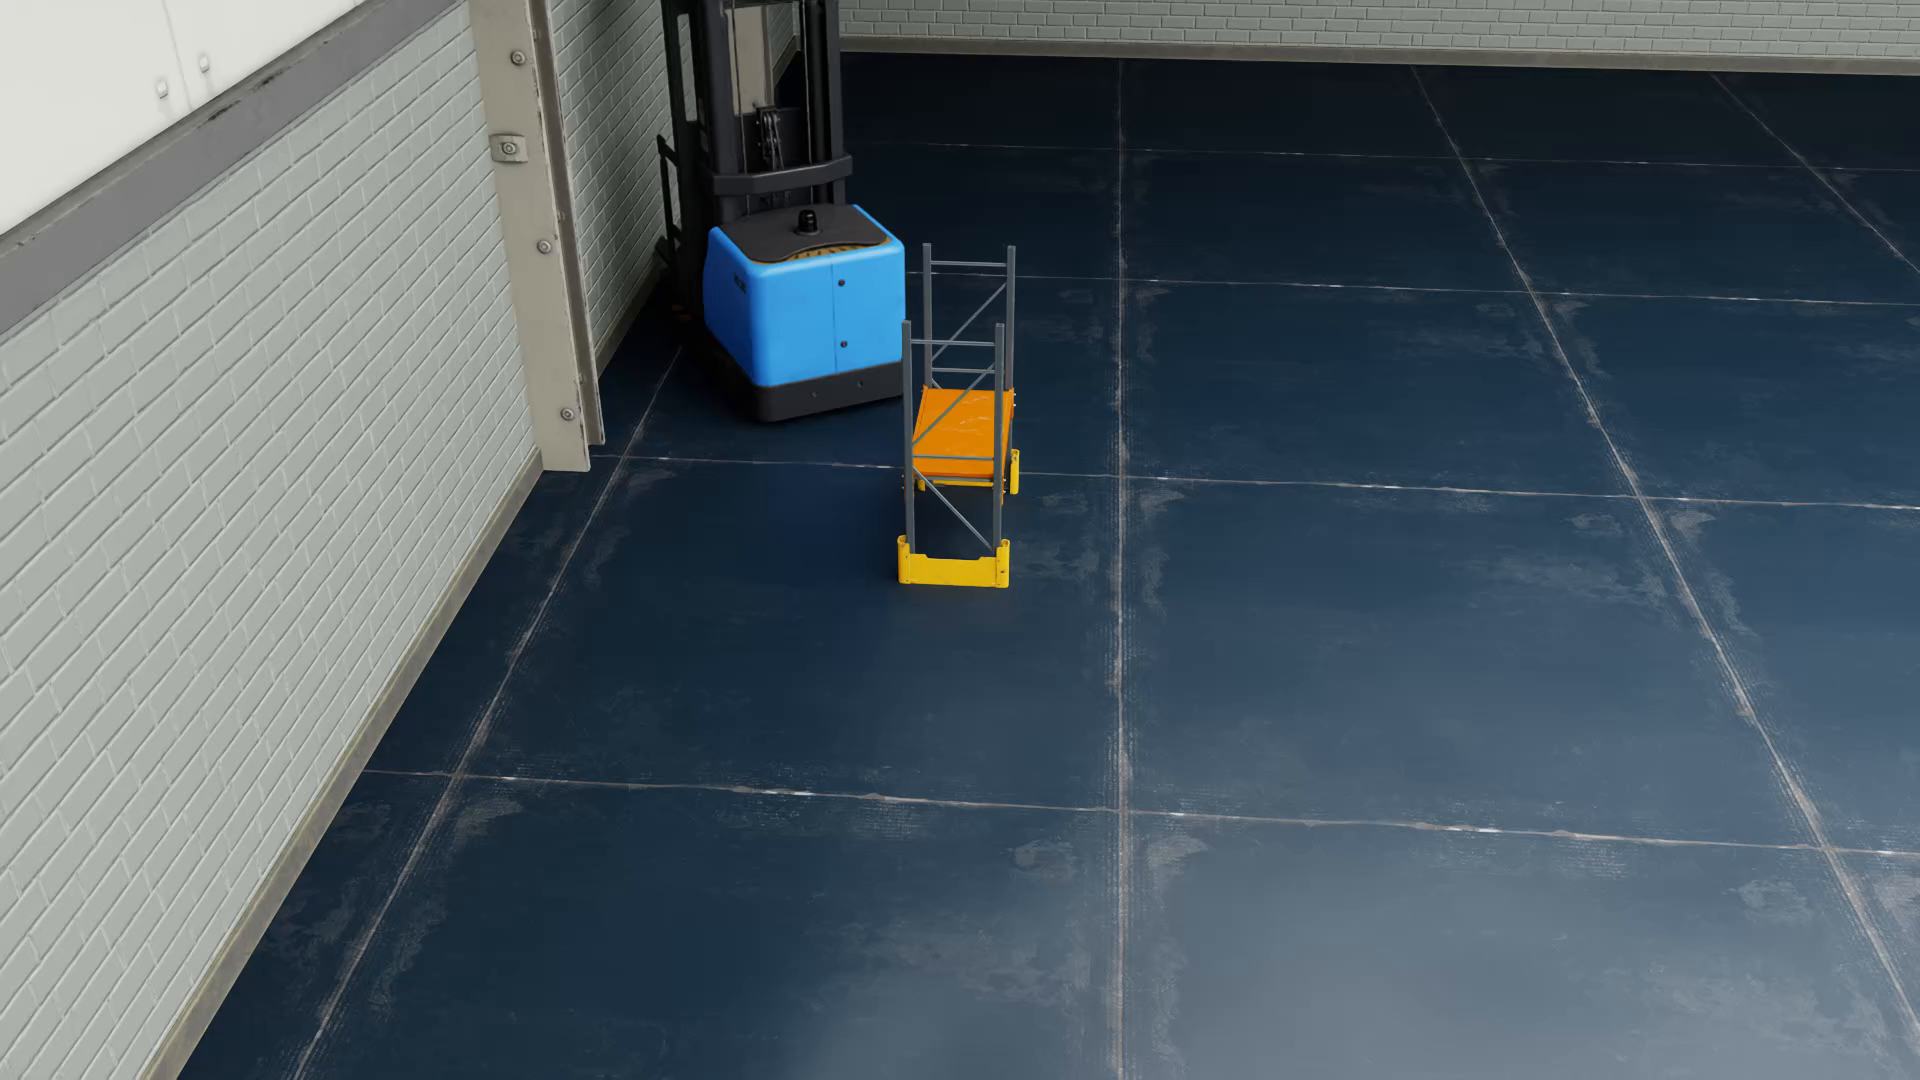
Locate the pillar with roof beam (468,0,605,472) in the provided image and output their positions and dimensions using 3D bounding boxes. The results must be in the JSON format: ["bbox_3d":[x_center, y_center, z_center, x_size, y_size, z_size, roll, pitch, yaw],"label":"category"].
[{"bbox_3d":[1.937,-4.165,7.430,9.100,9.000,0.400,2,32,4],"label":"pillar with roof beam"}]

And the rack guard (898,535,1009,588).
[{"bbox_3d":[-0.034,0.114,8.827,0.587,0.250,0.087,2,32,4],"label":"rack guard"}]

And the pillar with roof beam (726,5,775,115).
[{"bbox_3d":[2.426,-7.302,12.521,9.100,9.000,0.400,2,32,4],"label":"pillar with roof beam"}]

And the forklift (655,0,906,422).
[{"bbox_3d":[-1.411,-2.733,10.892,1.130,2.935,3.031,-14,34,-21],"label":"forklift"}]

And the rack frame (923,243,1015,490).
[{"bbox_3d":[0.048,-0.949,9.360,0.500,1.500,0.032,2,32,4],"label":"rack frame"}]

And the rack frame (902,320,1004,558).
[{"bbox_3d":[-0.034,-0.417,8.498,0.500,1.500,0.032,2,32,4],"label":"rack frame"}]

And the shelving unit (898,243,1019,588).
[{"bbox_3d":[0.006,-0.678,8.921,0.587,1.500,1.083,2,32,4],"label":"shelving unit"}]

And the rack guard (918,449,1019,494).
[{"bbox_3d":[0.047,-0.407,9.672,0.587,0.250,0.087,2,32,4],"label":"rack guard"}]

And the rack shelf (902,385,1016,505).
[{"bbox_3d":[0.007,-0.530,9.023,0.538,0.185,1.000,2,32,4],"label":"rack shelf"}]
